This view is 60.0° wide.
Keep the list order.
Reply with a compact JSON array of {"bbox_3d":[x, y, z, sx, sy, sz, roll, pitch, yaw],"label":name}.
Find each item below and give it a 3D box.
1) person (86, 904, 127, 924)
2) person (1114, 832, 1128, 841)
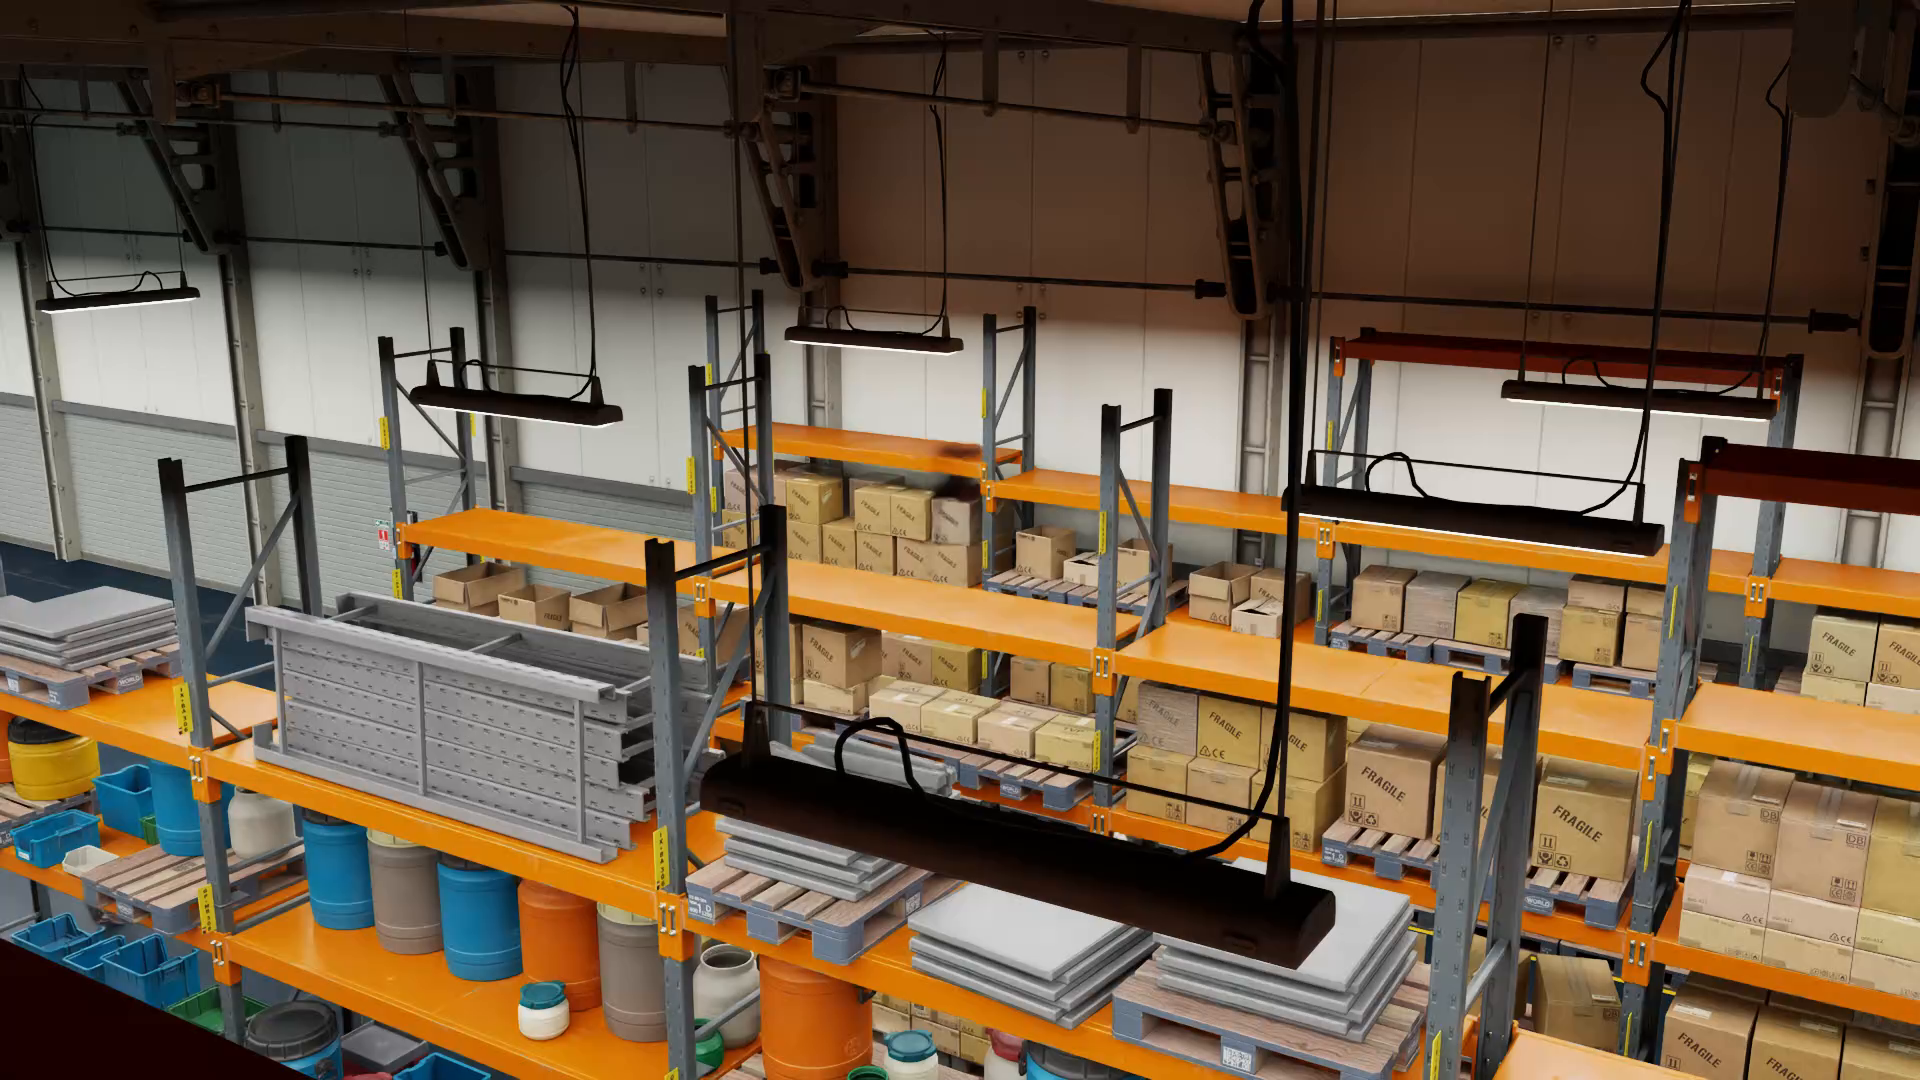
[{"bbox_3d":[-8.878,3.177,17.036,0.493,1.663,0.454,1,14,4],"label":"person"},{"bbox_3d":[1.313,3.368,16.077,0.985,1.769,0.576,9,16,31],"label":"person"}]
